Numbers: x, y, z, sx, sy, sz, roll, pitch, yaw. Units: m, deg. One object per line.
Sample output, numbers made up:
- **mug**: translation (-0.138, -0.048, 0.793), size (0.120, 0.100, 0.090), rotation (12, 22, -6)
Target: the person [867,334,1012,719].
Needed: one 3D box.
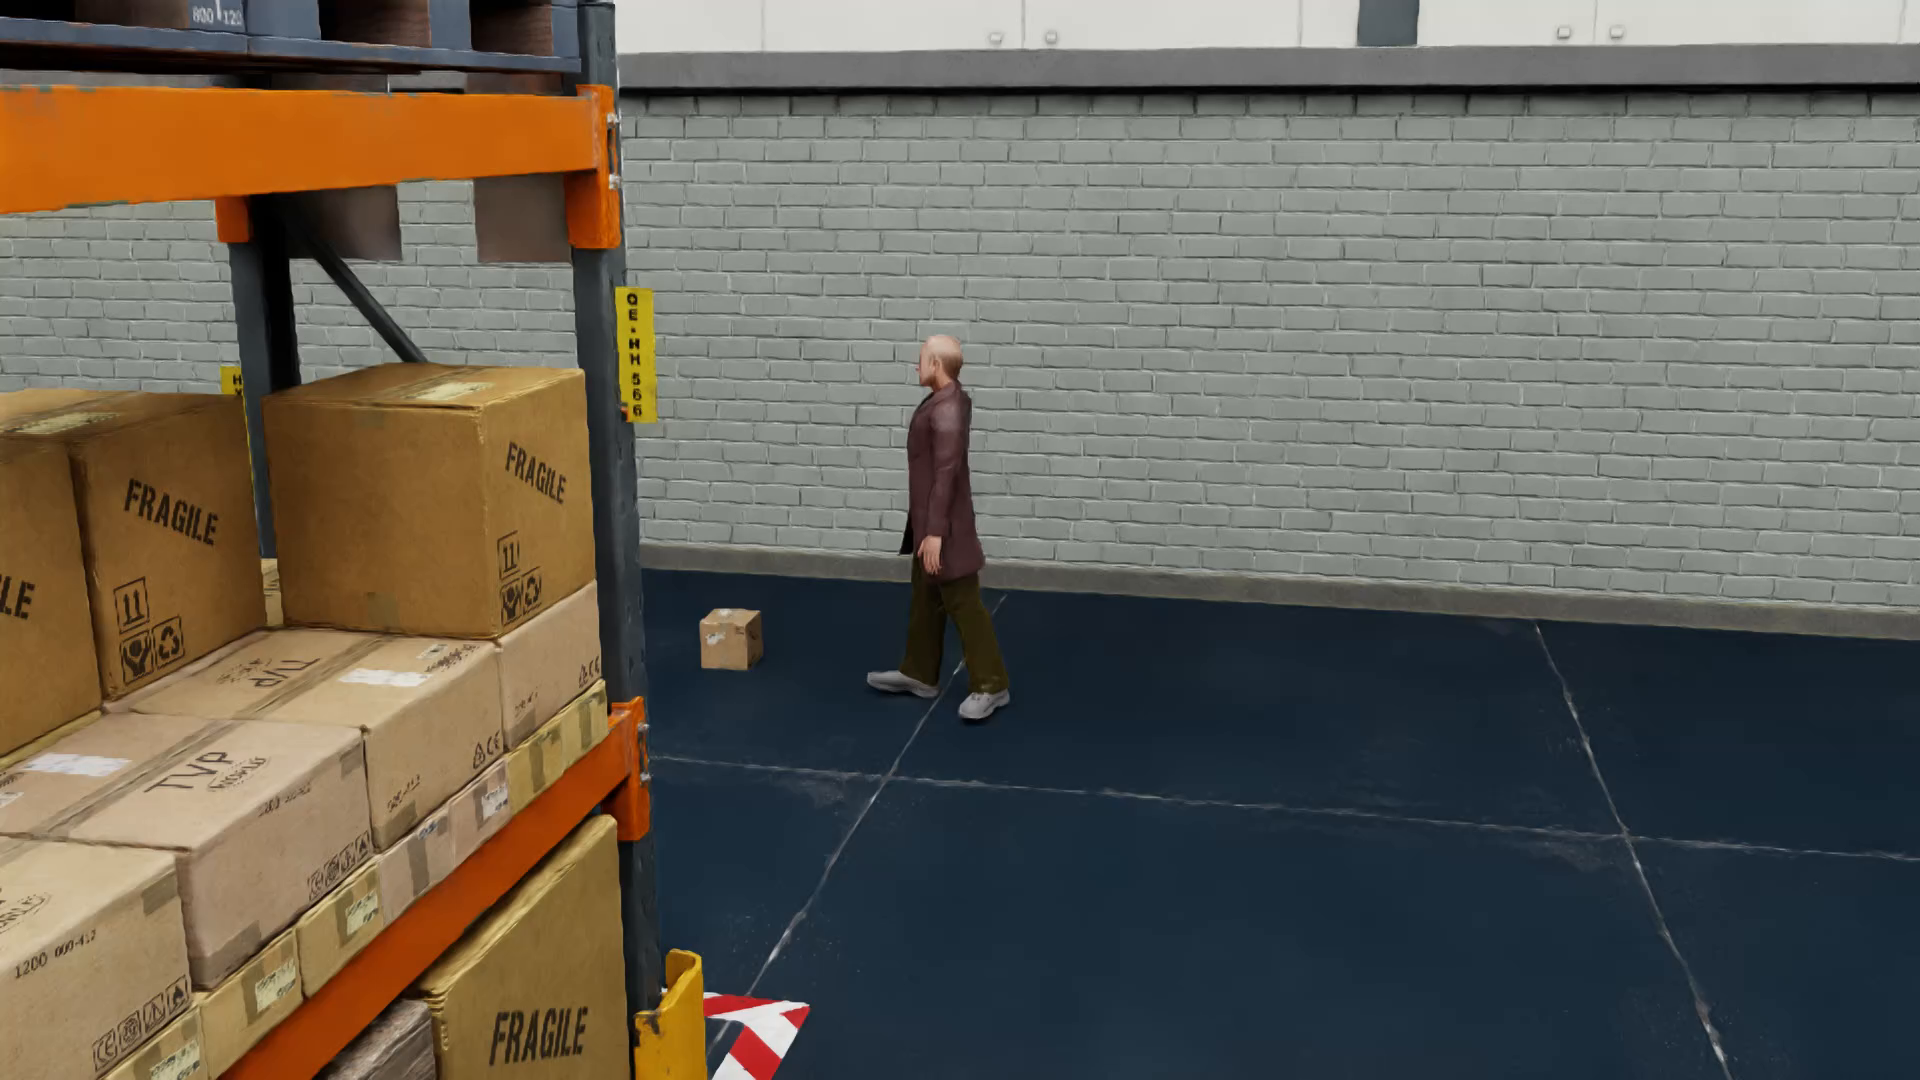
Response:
- **person**: translation (-0.105, -0.089, 7.857), size (0.697, 1.774, 0.791), rotation (-1, 14, -2)
